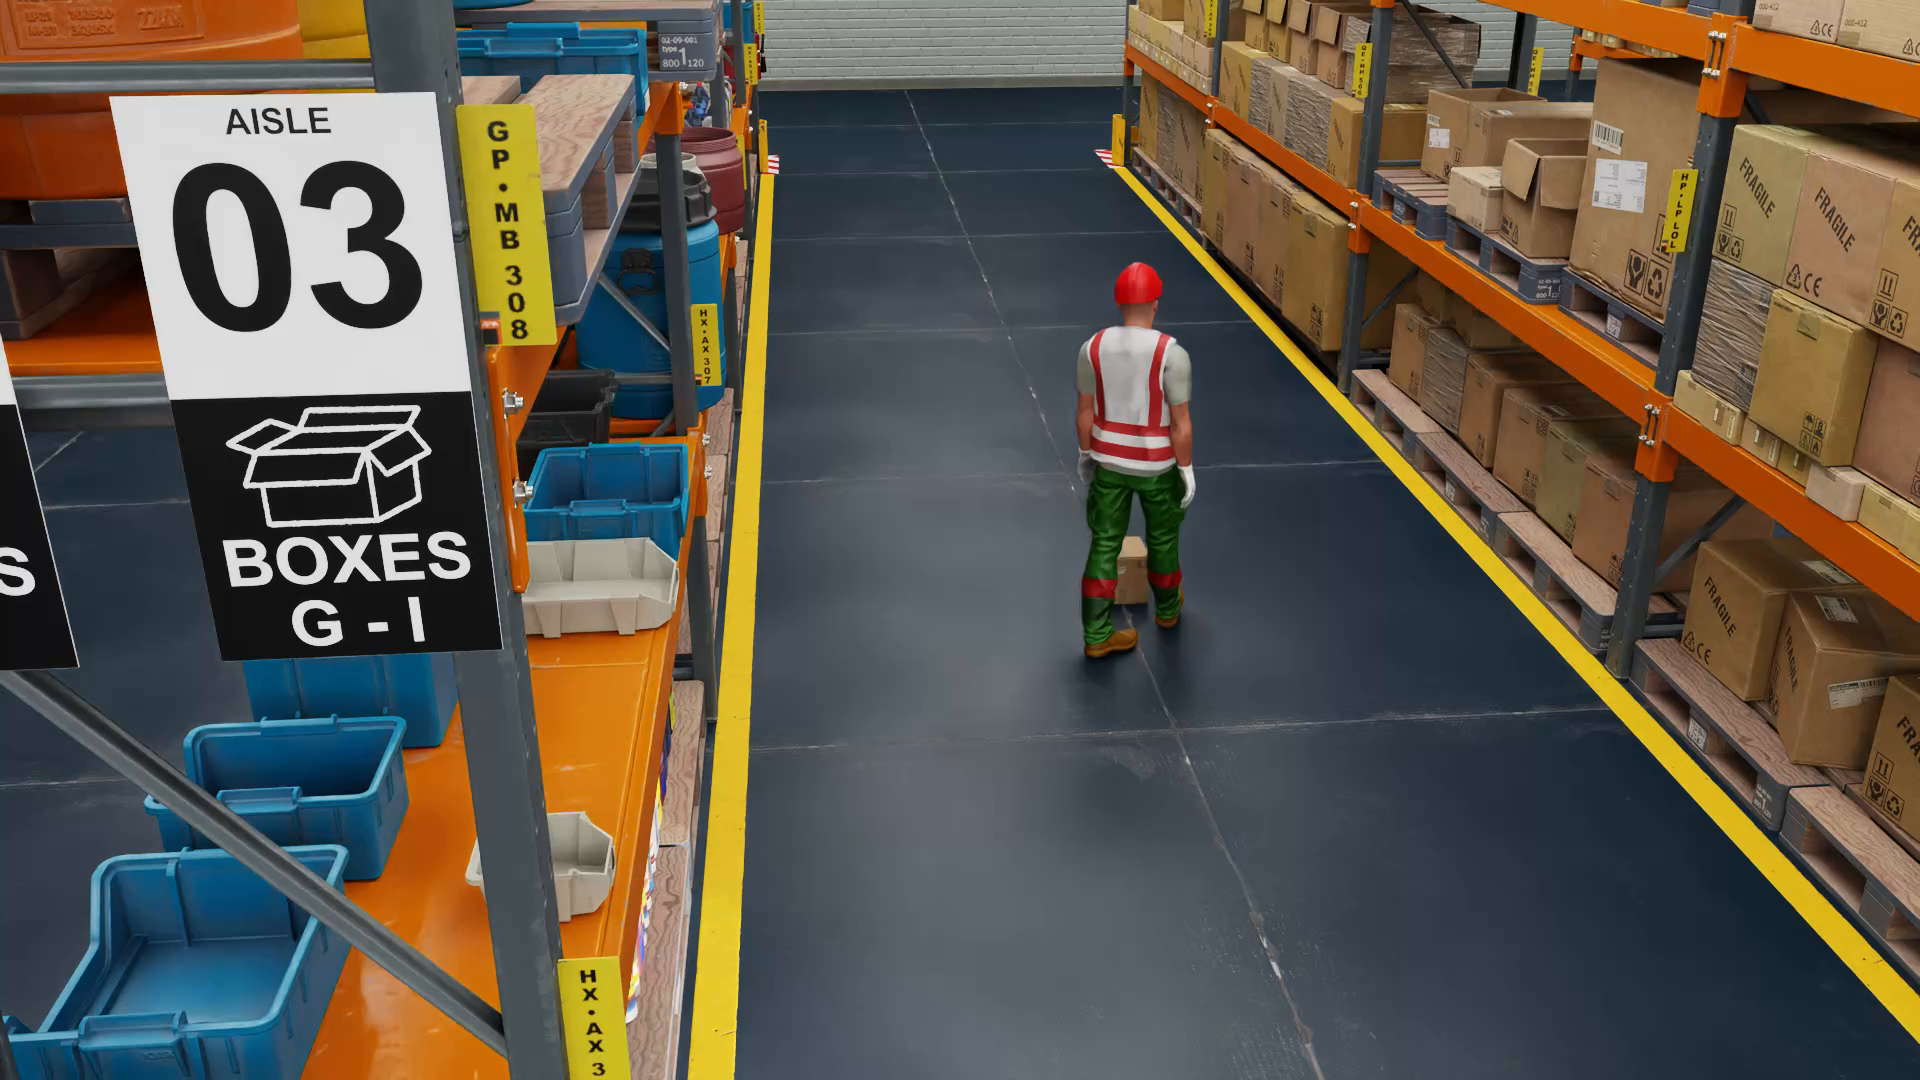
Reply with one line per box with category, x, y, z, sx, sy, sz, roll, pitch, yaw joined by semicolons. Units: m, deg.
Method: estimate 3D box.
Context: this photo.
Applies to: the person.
person;0.828;-0.385;7.449;0.565;1.781;0.727;10;25;22
